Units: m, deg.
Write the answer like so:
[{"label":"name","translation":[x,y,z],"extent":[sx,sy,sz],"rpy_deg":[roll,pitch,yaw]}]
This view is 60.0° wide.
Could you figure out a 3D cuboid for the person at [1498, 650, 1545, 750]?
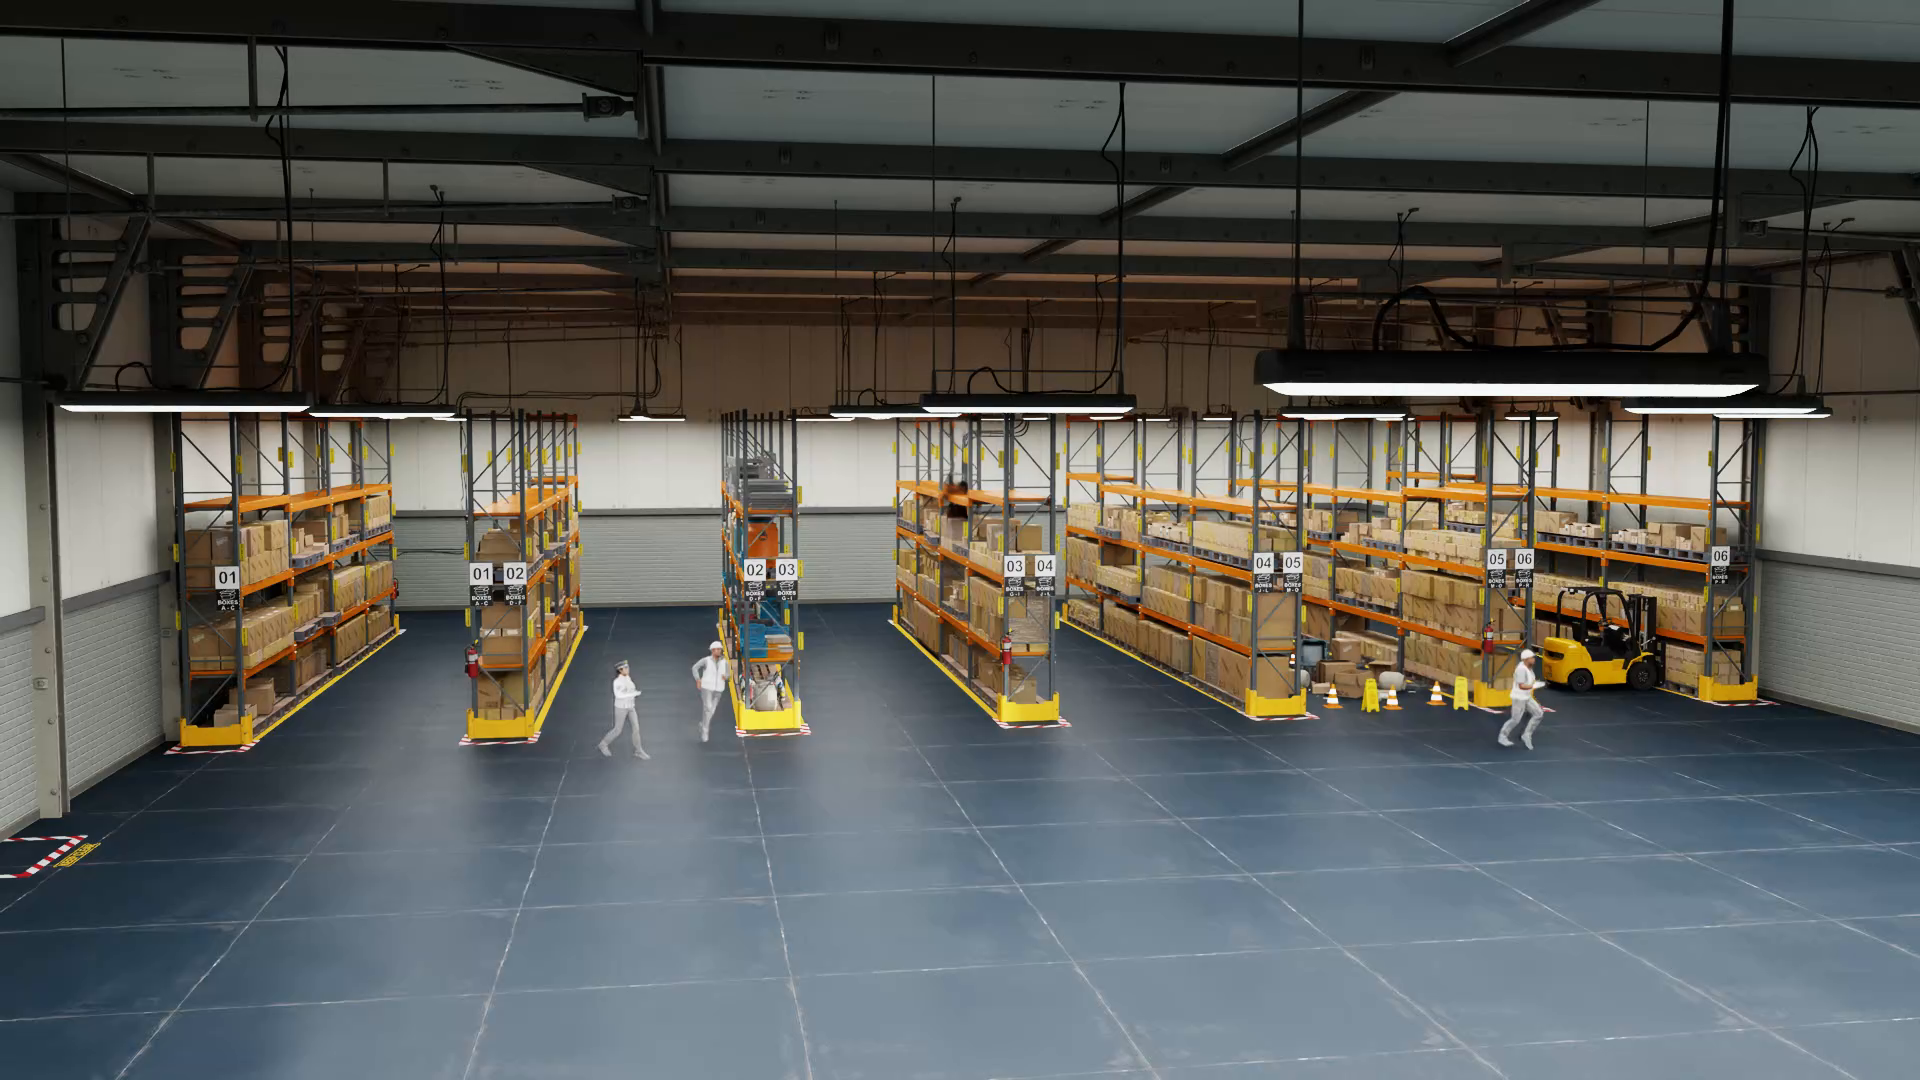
[{"label":"person","translation":[9.872,2.799,29.196],"extent":[0.832,1.779,0.715],"rpy_deg":[3,5,35]}]

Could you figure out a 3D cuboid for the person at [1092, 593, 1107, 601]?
[{"label":"person","translation":[4.194,1.386,49.851],"extent":[0.737,1.731,0.518],"rpy_deg":[-4,6,-44]}]

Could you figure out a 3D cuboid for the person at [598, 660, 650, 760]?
[{"label":"person","translation":[-5.717,2.878,28.304],"extent":[0.930,1.691,0.605],"rpy_deg":[1,4,20]}]

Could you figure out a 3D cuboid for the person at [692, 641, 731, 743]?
[{"label":"person","translation":[-4.501,2.728,30.307],"extent":[0.727,1.753,0.843],"rpy_deg":[-2,5,-30]}]

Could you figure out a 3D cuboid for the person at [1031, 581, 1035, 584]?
[{"label":"person","translation":[2.160,1.478,48.601],"extent":[0.710,1.776,0.674],"rpy_deg":[2,4,25]}]
